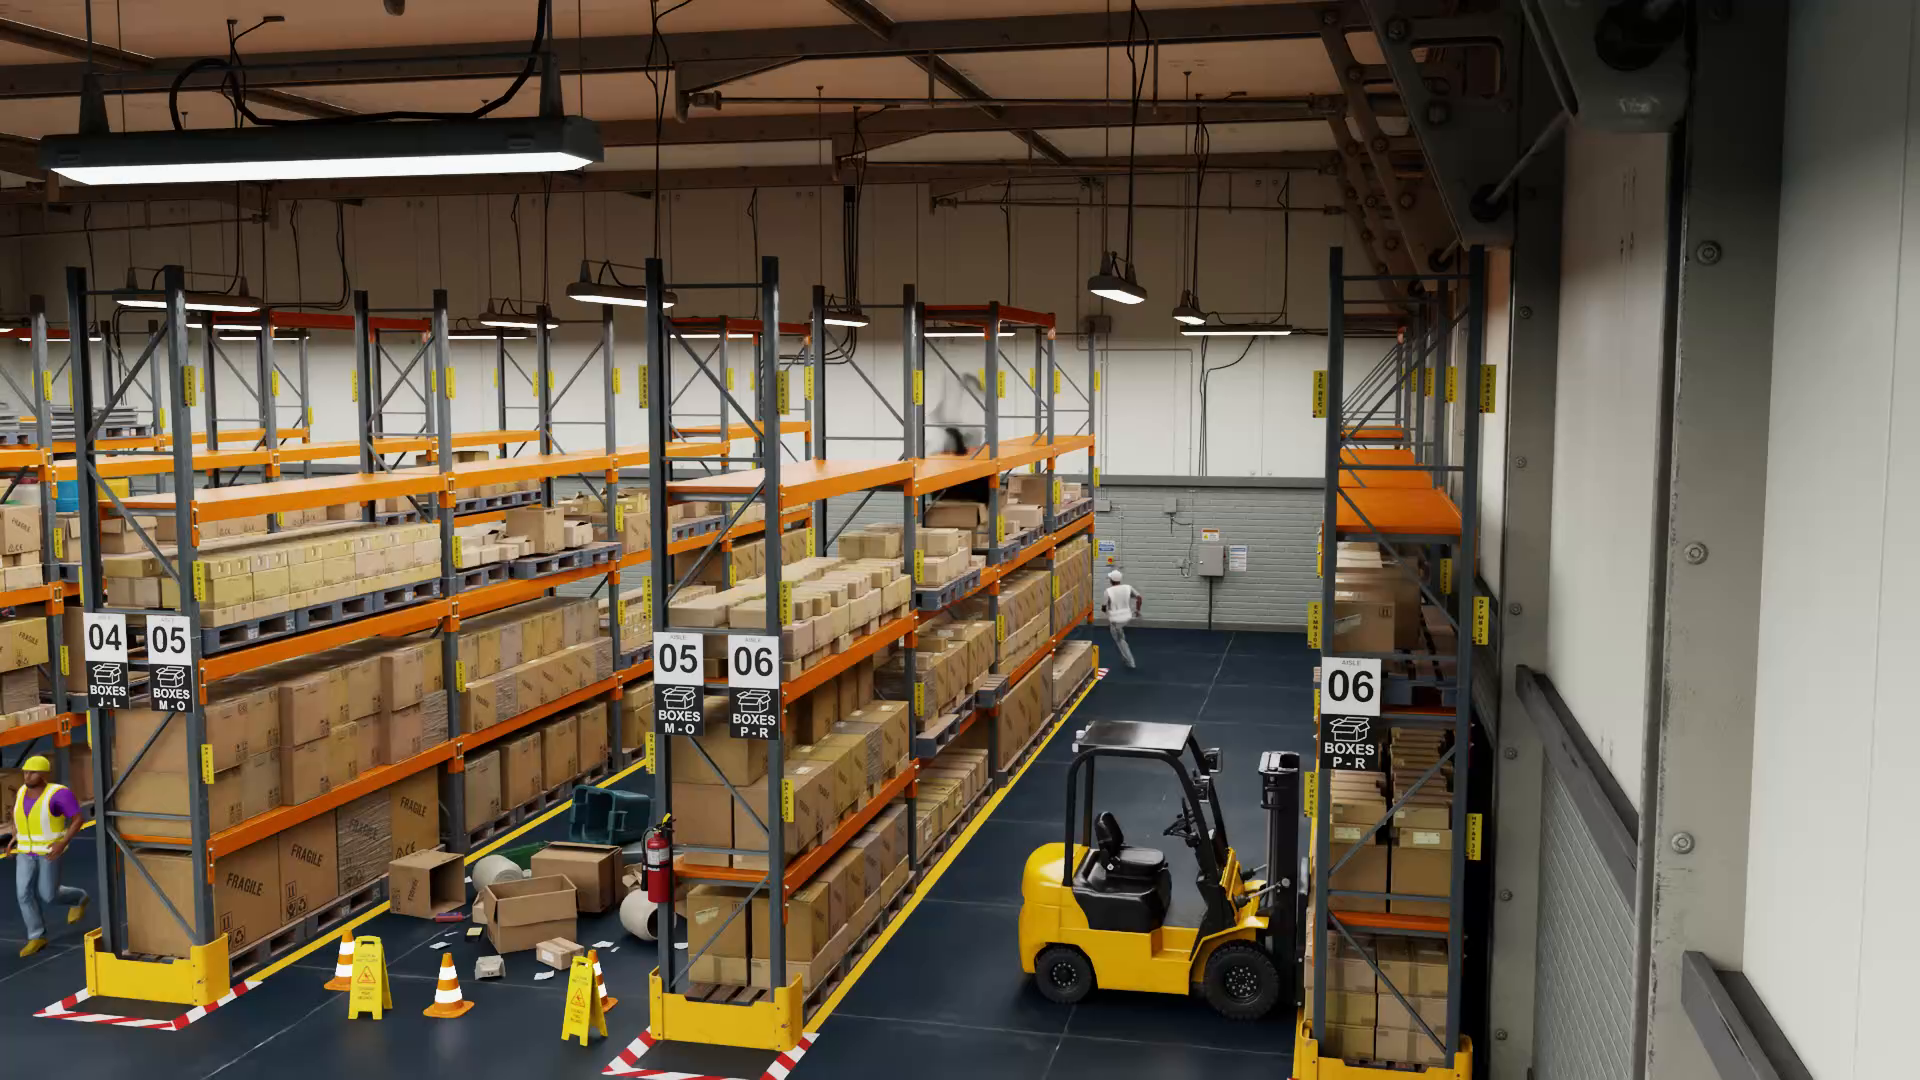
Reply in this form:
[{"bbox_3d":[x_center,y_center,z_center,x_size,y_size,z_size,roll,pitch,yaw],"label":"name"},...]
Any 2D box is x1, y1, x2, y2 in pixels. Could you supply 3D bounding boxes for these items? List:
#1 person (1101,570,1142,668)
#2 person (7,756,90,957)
[{"bbox_3d":[2.743,1.360,28.999,0.712,1.711,0.647,-4,7,-32],"label":"person"},{"bbox_3d":[-8.259,2.797,15.037,0.706,1.754,0.782,1,6,7],"label":"person"}]
